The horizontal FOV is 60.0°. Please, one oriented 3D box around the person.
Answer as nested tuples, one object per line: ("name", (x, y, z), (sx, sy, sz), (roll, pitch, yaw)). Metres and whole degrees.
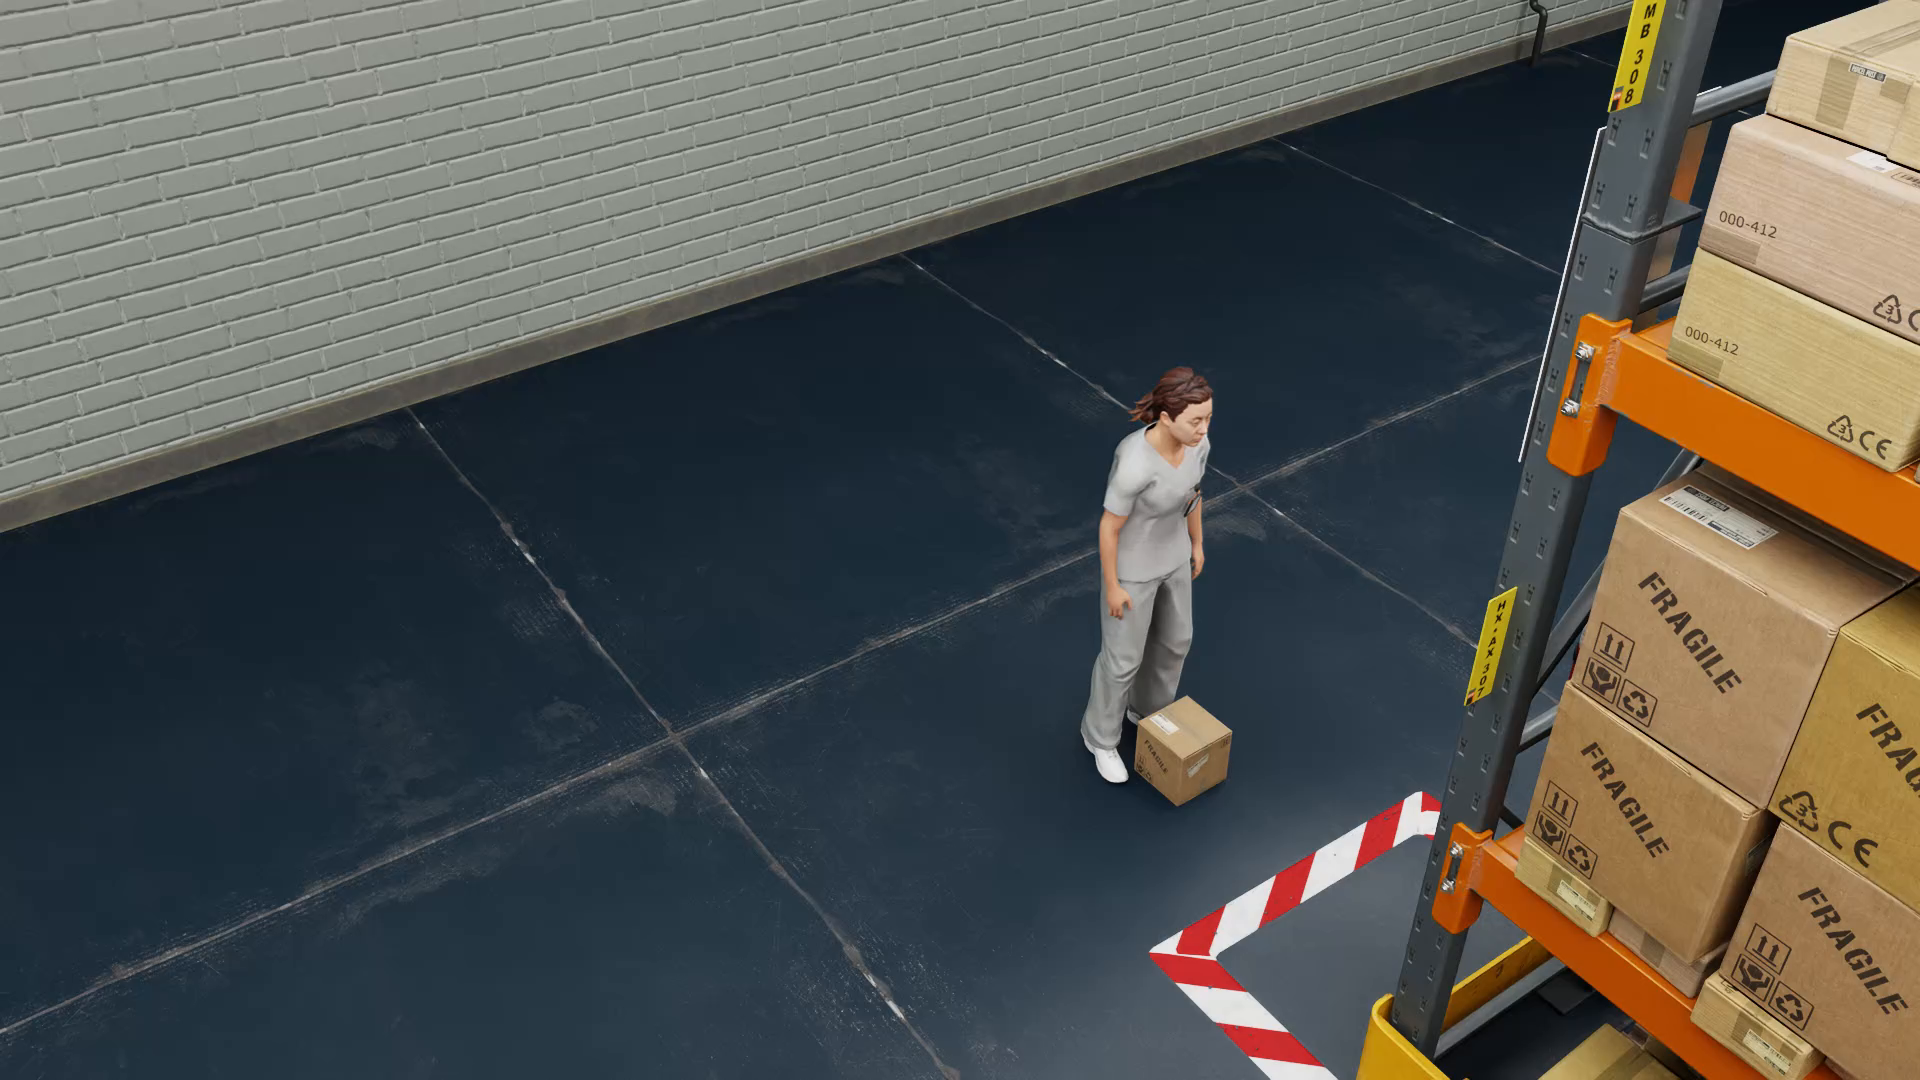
("person", (0.690, 0.104, 6.011), (0.513, 1.671, 0.361), (-25, 43, -30))
